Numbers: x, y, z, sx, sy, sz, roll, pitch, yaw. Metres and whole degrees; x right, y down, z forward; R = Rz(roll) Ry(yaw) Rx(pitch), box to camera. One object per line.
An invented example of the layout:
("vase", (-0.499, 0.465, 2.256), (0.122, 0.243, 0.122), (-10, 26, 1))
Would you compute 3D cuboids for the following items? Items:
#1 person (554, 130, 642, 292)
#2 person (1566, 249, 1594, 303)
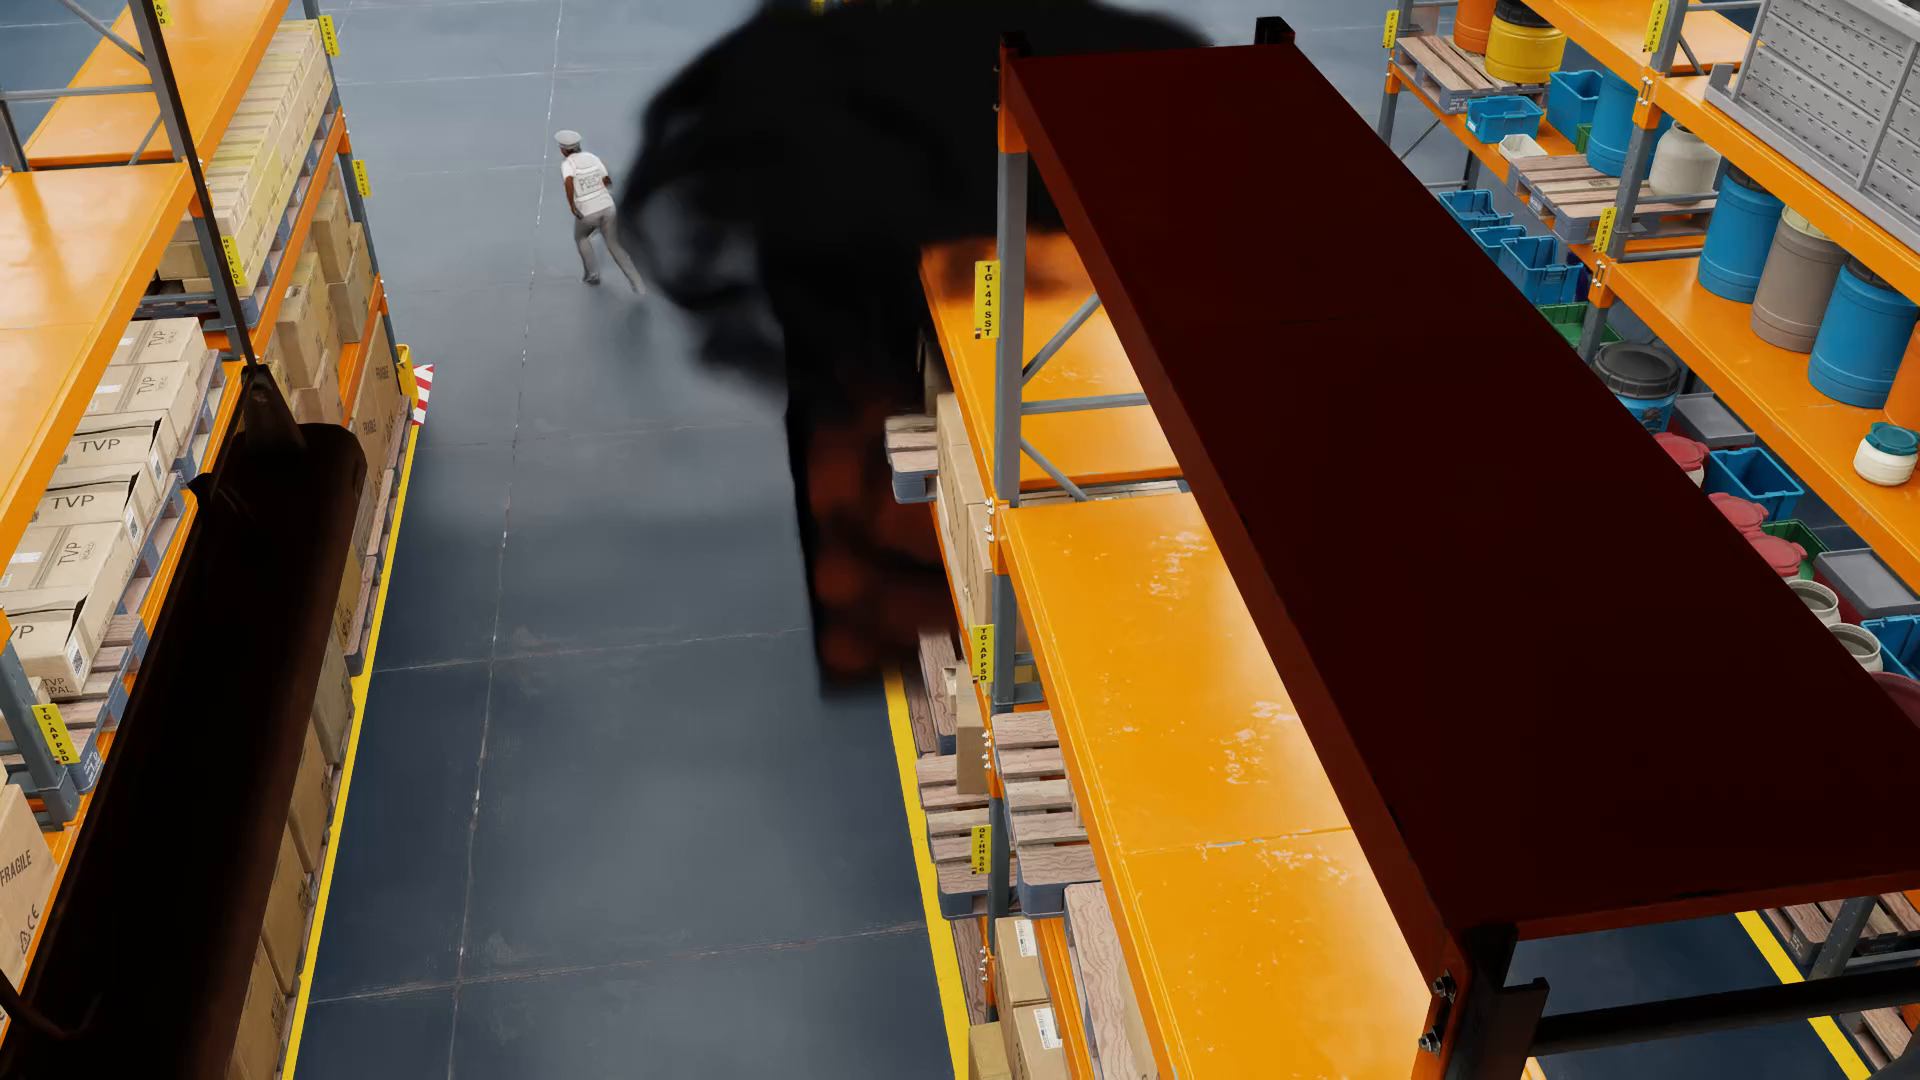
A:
("person", (-3.569, -3.154, 16.463), (0.978, 1.624, 0.618), (27, 44, 31))
("person", (5.940, -2.824, 15.504), (0.630, 1.617, 0.584), (-18, 40, -23))
